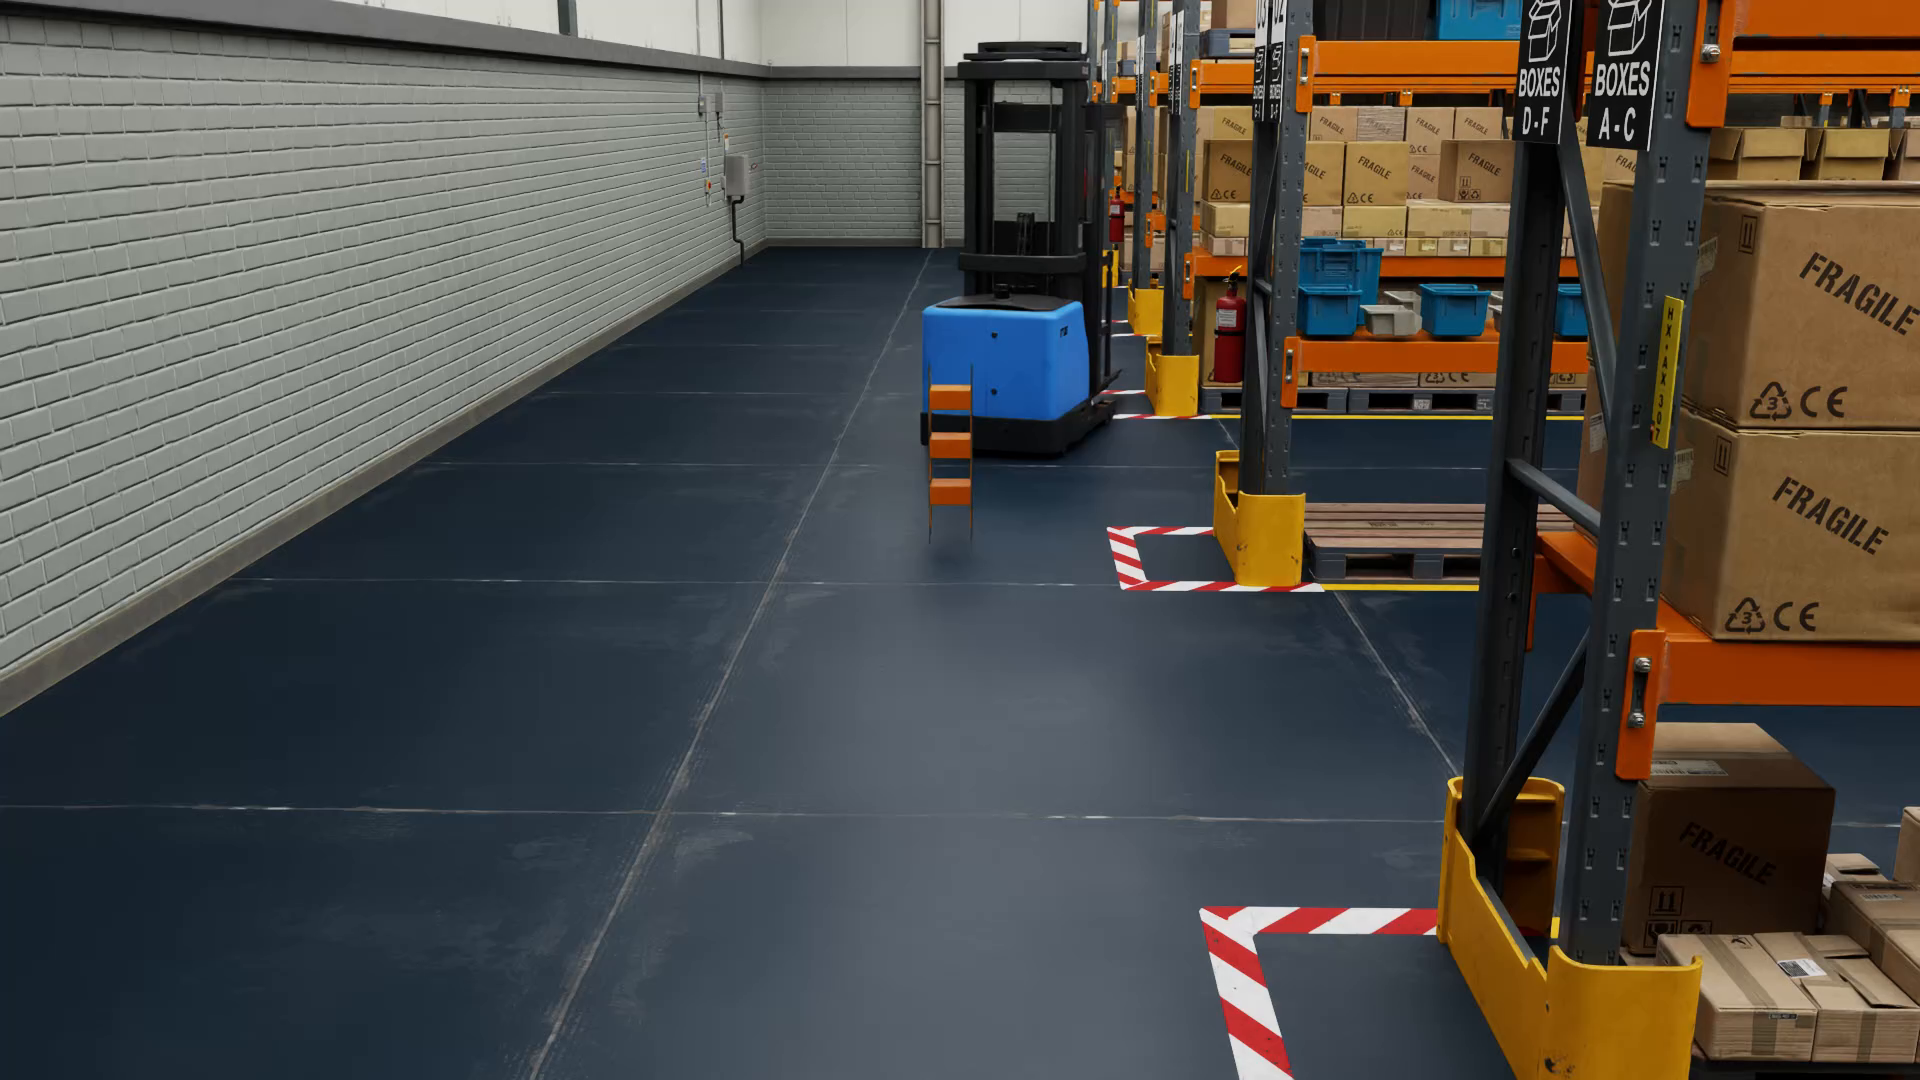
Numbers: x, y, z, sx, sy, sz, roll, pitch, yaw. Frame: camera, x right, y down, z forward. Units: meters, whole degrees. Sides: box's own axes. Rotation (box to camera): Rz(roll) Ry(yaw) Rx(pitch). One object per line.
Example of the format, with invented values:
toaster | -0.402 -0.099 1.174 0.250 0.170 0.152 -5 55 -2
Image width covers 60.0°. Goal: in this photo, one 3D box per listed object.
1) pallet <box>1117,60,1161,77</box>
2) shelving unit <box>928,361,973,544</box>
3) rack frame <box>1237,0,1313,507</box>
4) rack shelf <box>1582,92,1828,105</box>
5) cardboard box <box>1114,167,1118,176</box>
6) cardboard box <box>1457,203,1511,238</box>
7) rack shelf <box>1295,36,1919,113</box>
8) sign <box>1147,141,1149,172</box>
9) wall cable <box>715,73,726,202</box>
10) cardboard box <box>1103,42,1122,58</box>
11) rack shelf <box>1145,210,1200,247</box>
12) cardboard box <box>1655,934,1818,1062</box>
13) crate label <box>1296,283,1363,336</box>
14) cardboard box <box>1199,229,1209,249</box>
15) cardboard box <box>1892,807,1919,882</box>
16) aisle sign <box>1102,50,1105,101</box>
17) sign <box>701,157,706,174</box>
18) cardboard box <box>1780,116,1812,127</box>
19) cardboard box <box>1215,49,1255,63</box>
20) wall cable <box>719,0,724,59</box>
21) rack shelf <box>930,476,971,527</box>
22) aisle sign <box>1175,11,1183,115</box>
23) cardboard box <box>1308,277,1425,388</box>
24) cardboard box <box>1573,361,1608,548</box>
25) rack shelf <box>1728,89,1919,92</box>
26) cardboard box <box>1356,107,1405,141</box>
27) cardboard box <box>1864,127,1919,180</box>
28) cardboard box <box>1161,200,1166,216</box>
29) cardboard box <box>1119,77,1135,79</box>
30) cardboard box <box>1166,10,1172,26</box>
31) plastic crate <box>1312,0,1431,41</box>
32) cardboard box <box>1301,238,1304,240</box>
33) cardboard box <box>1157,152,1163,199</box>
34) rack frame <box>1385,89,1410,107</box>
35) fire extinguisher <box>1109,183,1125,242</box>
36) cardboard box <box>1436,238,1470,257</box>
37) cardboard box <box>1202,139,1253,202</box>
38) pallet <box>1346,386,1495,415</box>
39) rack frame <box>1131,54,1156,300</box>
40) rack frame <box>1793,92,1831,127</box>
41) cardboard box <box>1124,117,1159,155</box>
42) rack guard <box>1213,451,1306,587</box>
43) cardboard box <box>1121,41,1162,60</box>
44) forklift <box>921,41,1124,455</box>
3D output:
pallet | 2.820 -6.548 23.072 1.213 0.211 1.003 0 15 1
shelving unit | -0.054 -0.508 9.707 0.252 1.050 0.215 0 15 1
rack frame | 1.698 -1.352 9.085 0.127 3.000 1.000 0 15 1
rack shelf | 12.198 -7.446 27.712 4.000 0.370 1.077 0 15 1
cardboard box | 2.522 -6.215 28.008 0.250 0.149 0.380 0 15 1
cardboard box | 4.348 -2.602 13.535 0.500 0.250 0.500 1 15 3
rack shelf | 3.698 -2.442 8.745 4.000 0.370 1.077 0 15 1
sign | 2.039 -4.160 18.029 0.005 0.325 0.100 0 15 1
wall cable | -3.535 -6.026 24.810 0.122 1.984 0.588 0 15 1
cardboard box | 2.638 -8.105 27.531 0.500 0.250 0.500 0 15 1
rack shelf | 4.052 -3.519 18.707 4.000 0.370 1.077 0 15 1
cardboard box | 1.978 1.167 4.262 0.250 0.149 0.380 0 15 1
crate label | 1.937 -1.215 8.774 0.303 0.233 0.416 0 15 1
cardboard box | 2.189 -2.575 14.214 0.250 0.149 0.380 1 15 2
cardboard box | 3.067 0.982 4.764 0.500 0.250 0.500 0 15 1
aisle sign | 2.014 -6.479 23.421 0.004 0.787 0.394 0 15 1
sign | -3.622 -5.292 23.489 0.001 0.218 0.327 0 15 1
cardboard box | 11.718 -5.861 23.299 0.250 0.149 0.380 0 15 -1
cardboard box | 3.021 -5.185 18.025 0.500 0.250 0.500 1 15 3
wall cable | -3.485 -8.929 25.968 0.133 3.039 2.988 0 15 1
rack shelf | -0.054 -0.229 9.781 0.240 0.259 0.215 0 15 1
aisle sign | 1.745 -3.796 13.253 0.004 0.787 0.394 0 15 1
cardboard box | 3.376 -1.801 14.129 0.875 0.875 0.875 0 15 1
cardboard box | 2.023 -0.204 4.536 0.500 0.500 0.500 1 15 3
rack shelf | 12.075 -6.180 22.914 4.000 0.370 1.077 0 15 1
cardboard box | 4.546 -4.472 18.171 0.500 0.500 0.500 1 15 3
cardboard box | 7.770 -3.113 13.597 0.637 0.503 0.797 1 15 3
cardboard box | 2.368 -3.672 18.372 0.250 0.149 0.380 0 15 1
cardboard box | 2.776 -7.681 27.685 0.250 0.149 0.380 1 15 2
cardboard box | 2.370 -5.632 17.958 0.250 0.149 0.380 0 15 1
plastic crate | 2.076 -2.666 8.440 0.590 0.269 0.497 0 15 1
cardboard box | 2.684 -2.404 13.566 0.250 0.149 0.380 0 15 0
cardboard box | 2.508 -4.134 18.851 0.500 0.500 0.500 1 15 3
rack frame | 6.076 -5.116 23.353 0.127 3.000 1.000 0 15 1
fire extinguisher | 1.812 -3.781 19.174 0.183 0.674 0.296 0 15 1
cardboard box | 3.971 -2.396 13.535 0.250 0.149 0.380 1 15 2
cardboard box | 2.318 -3.113 14.000 0.500 0.500 0.500 1 15 2
pallet | 3.842 -1.273 14.251 1.213 0.211 1.003 0 15 1
rack frame | 2.052 -3.879 18.664 0.127 3.000 1.000 0 15 1
rack frame | 14.197 -6.330 27.953 0.127 3.000 1.000 0 15 1
cardboard box | 2.550 -5.599 23.024 0.500 0.500 0.500 0 15 0
rack guard | 1.674 -0.140 9.392 0.348 0.500 1.175 0 15 1
cardboard box | 2.530 -6.792 23.098 0.500 0.250 0.500 -1 15 -4
forklift | 0.641 -2.367 13.066 1.130 2.935 3.031 5 15 17
